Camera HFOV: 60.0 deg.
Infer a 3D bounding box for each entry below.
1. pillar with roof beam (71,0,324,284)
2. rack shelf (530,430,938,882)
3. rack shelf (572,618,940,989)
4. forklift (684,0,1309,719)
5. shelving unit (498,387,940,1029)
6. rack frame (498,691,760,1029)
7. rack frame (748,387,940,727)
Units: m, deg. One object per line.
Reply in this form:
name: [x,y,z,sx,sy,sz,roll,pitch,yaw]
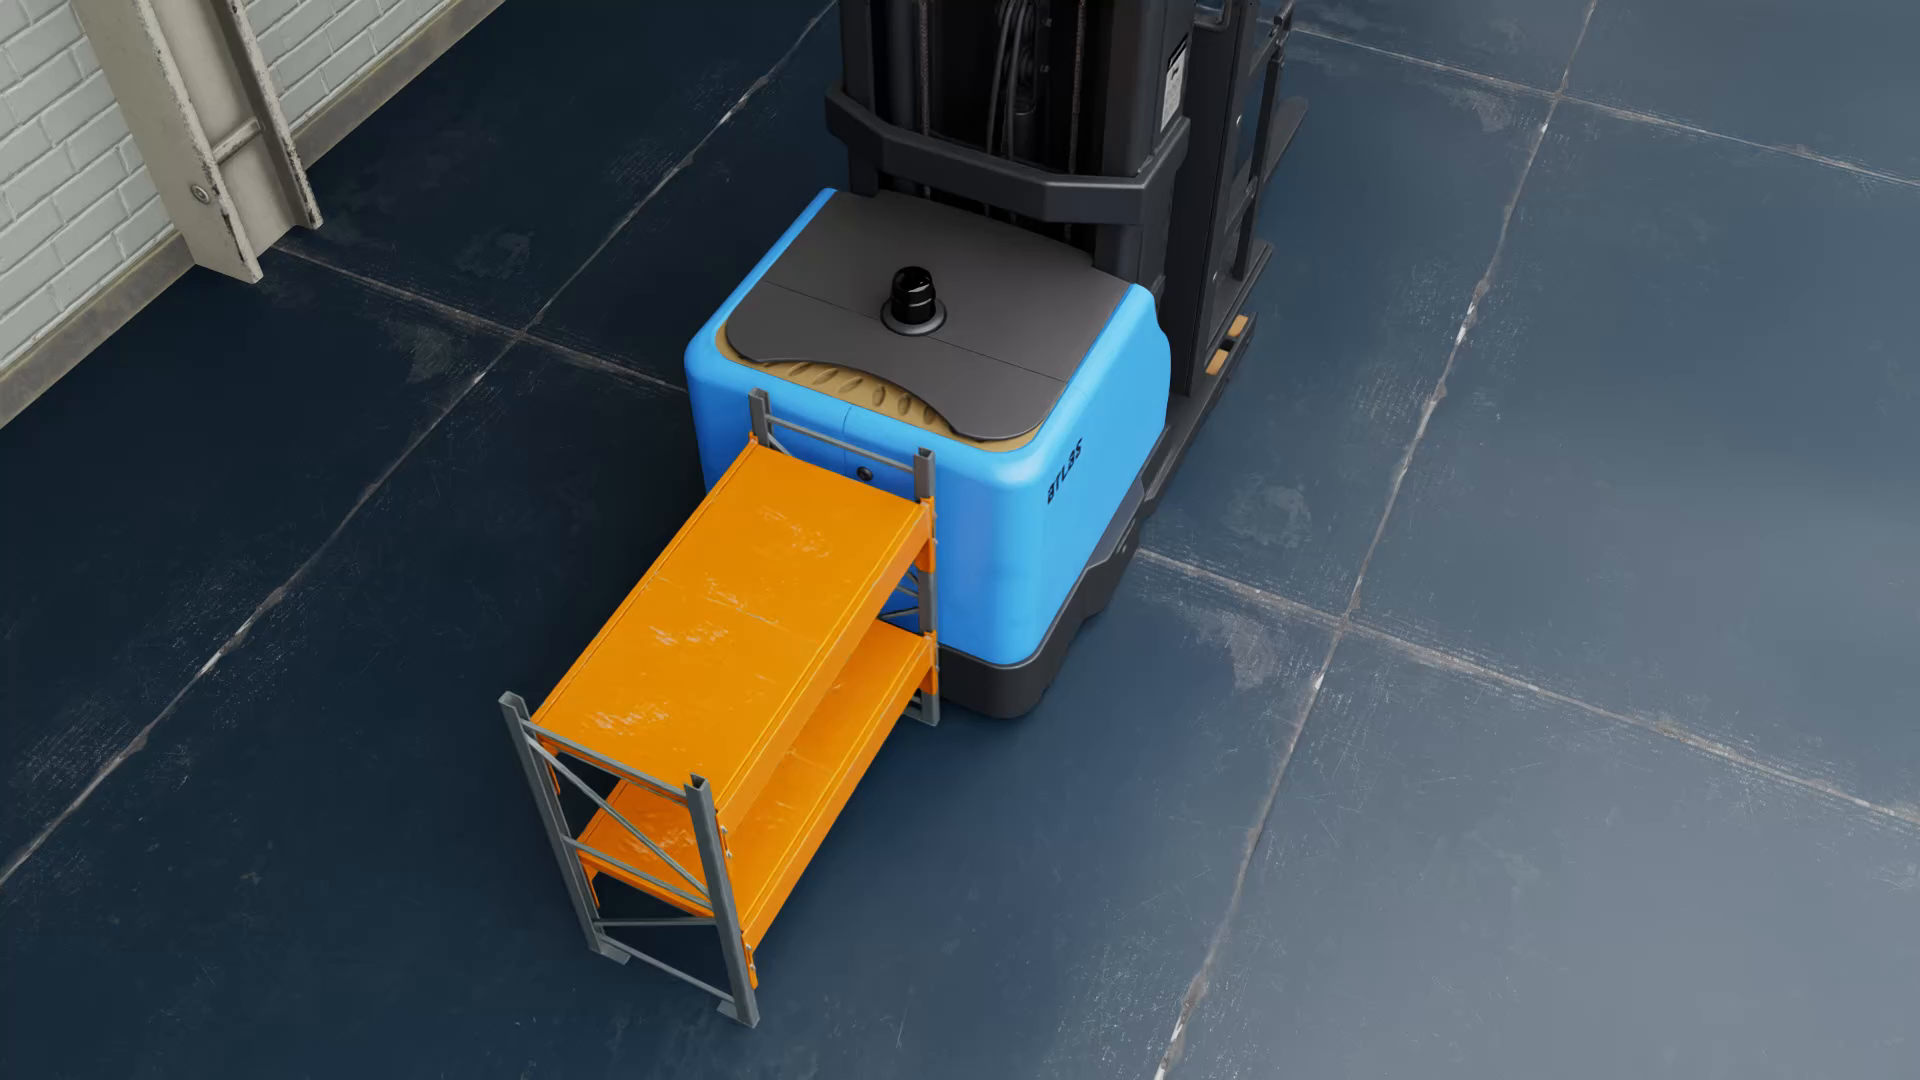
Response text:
pillar with roof beam: [1.273,-2.631,1.580,9.100,9.000,0.400,20,52,16]
rack shelf: [-0.514,0.239,3.924,0.538,0.278,1.000,21,53,17]
rack shelf: [-0.514,0.587,4.333,0.538,0.278,1.000,21,53,17]
forklift: [0.372,-1.579,4.669,1.130,2.935,3.031,21,53,17]
shelving unit: [-0.514,0.428,4.147,0.538,1.125,1.048,21,53,17]
rack frame: [-0.738,0.776,3.851,0.500,1.125,0.032,21,53,17]
rack frame: [-0.290,0.081,4.443,0.500,1.125,0.032,21,53,17]
